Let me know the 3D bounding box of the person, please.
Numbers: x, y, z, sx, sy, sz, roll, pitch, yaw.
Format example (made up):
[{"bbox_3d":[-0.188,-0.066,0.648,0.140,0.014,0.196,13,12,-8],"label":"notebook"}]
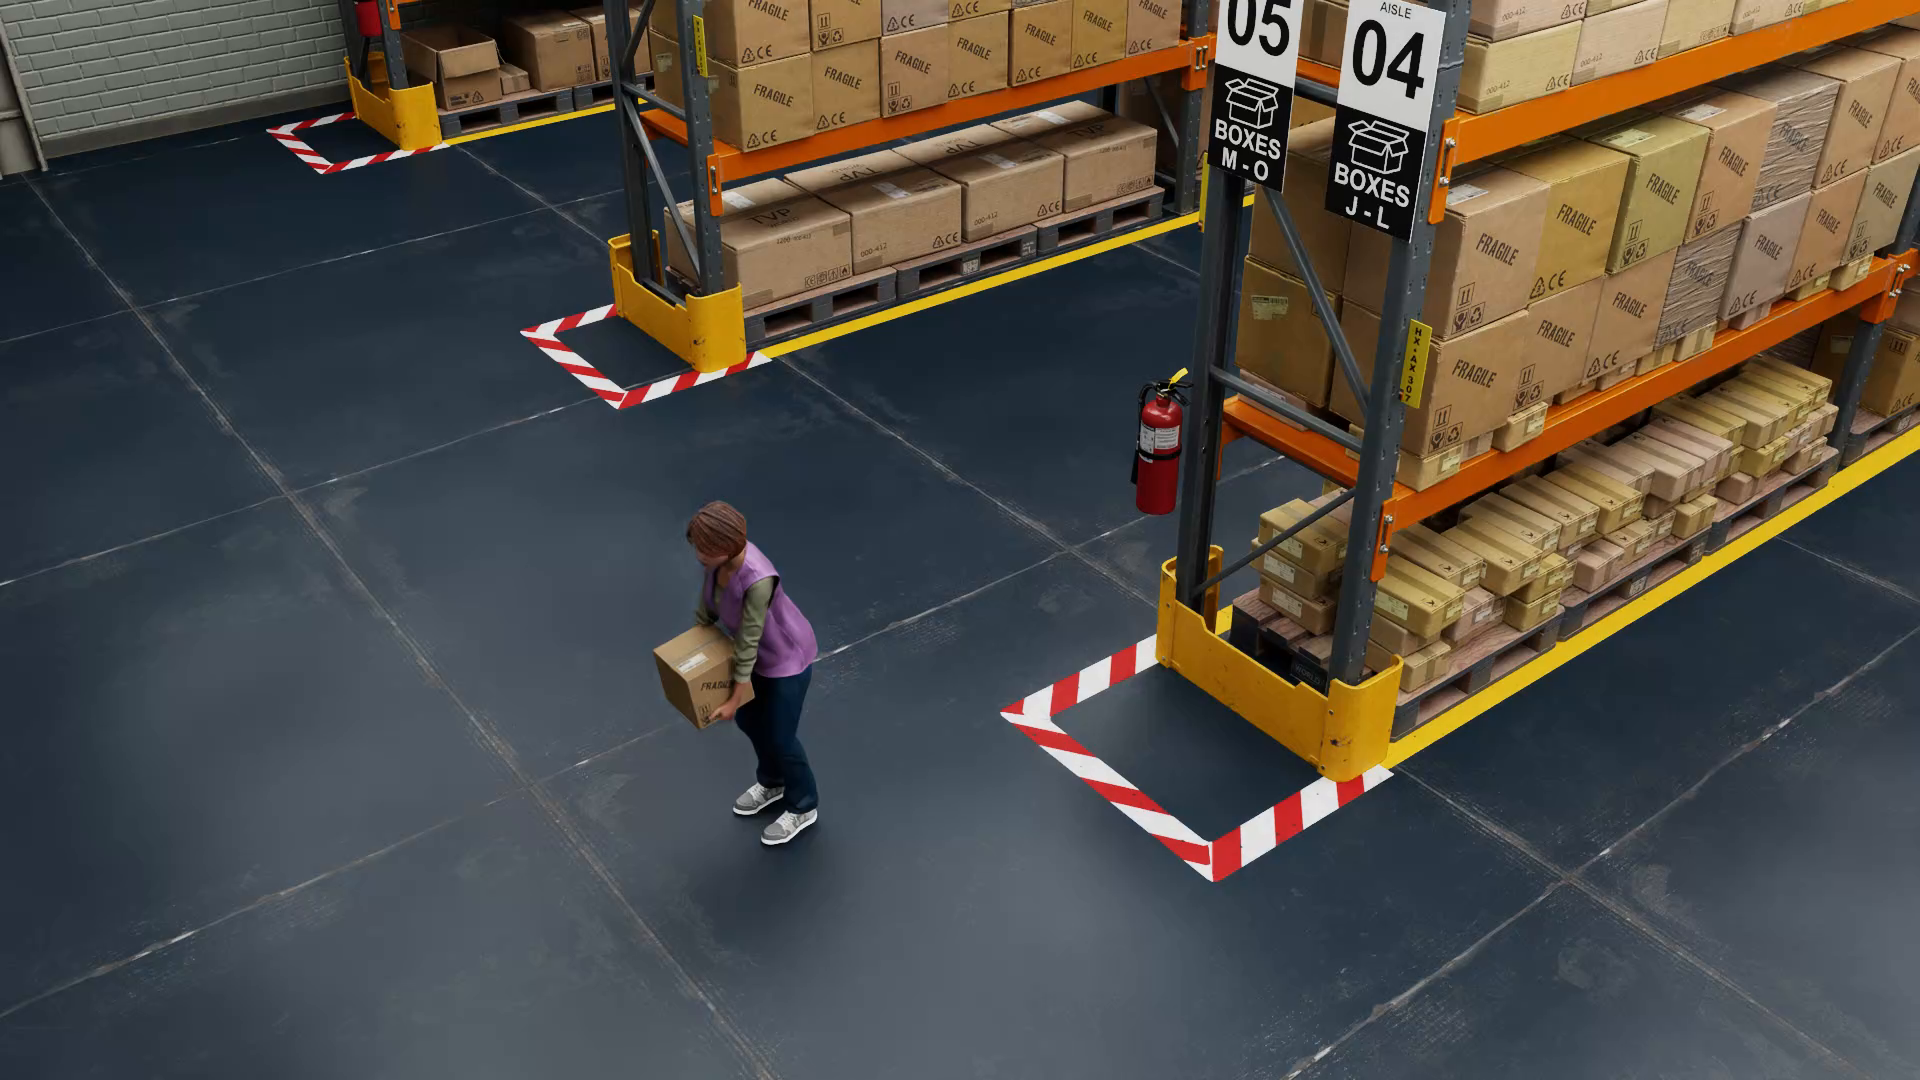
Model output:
[{"bbox_3d":[-0.806,0.504,6.398,0.532,1.562,0.371,-23,39,-32],"label":"person"}]
